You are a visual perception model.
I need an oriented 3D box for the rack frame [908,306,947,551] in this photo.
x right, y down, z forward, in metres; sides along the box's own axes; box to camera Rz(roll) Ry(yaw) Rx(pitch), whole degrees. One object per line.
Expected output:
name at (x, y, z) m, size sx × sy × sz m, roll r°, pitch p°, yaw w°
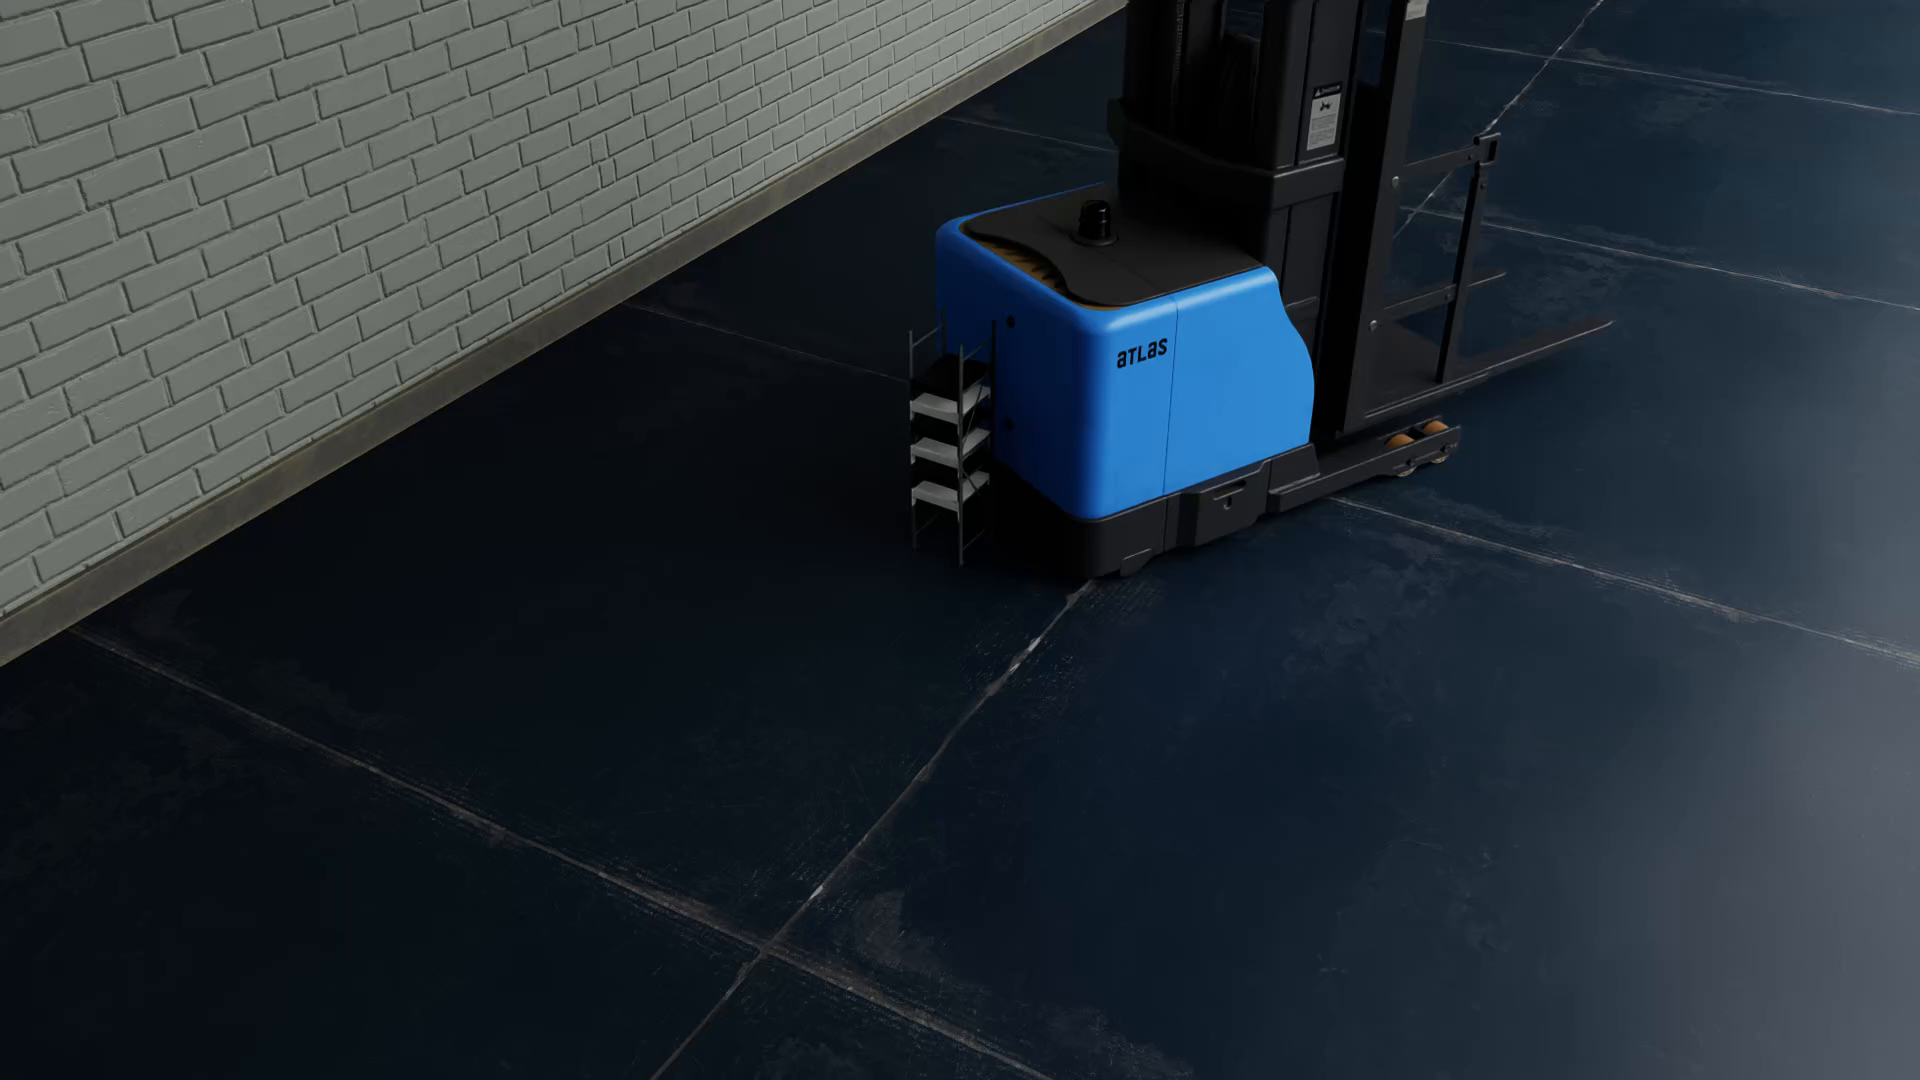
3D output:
rack frame at (-0.114, -0.392, 6.027) m, size 0.006 × 0.900 × 0.240 m, roll 19°, pitch 38°, yaw 26°

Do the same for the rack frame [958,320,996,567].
rack frame at (0.059, -0.333, 5.939) m, size 0.006 × 0.900 × 0.240 m, roll 19°, pitch 38°, yaw 26°

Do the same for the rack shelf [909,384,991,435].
rack shelf at (-0.027, -0.485, 5.902) m, size 0.200 × 0.077 × 0.258 m, roll 19°, pitch 38°, yaw 26°

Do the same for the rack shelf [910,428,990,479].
rack shelf at (-0.027, -0.335, 6.001) m, size 0.200 × 0.077 × 0.258 m, roll 19°, pitch 38°, yaw 26°

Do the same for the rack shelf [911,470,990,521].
rack shelf at (-0.027, -0.185, 6.101) m, size 0.200 × 0.077 × 0.258 m, roll 19°, pitch 38°, yaw 26°

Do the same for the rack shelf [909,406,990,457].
rack shelf at (-0.027, -0.410, 5.951) m, size 0.200 × 0.077 × 0.258 m, roll 19°, pitch 38°, yaw 26°

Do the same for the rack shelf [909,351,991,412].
rack shelf at (-0.027, -0.560, 5.852) m, size 0.200 × 0.077 × 0.258 m, roll 19°, pitch 38°, yaw 26°

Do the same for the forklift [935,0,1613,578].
forklift at (1.413, -1.699, 6.156) m, size 3.031 × 2.935 × 1.130 m, roll -20°, pitch 38°, yaw -27°

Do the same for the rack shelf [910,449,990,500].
rack shelf at (-0.027, -0.260, 6.051) m, size 0.200 × 0.077 × 0.258 m, roll 19°, pitch 38°, yaw 26°

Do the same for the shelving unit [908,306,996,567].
shelving unit at (-0.027, -0.363, 5.983) m, size 0.210 × 0.900 × 0.258 m, roll 19°, pitch 38°, yaw 26°
